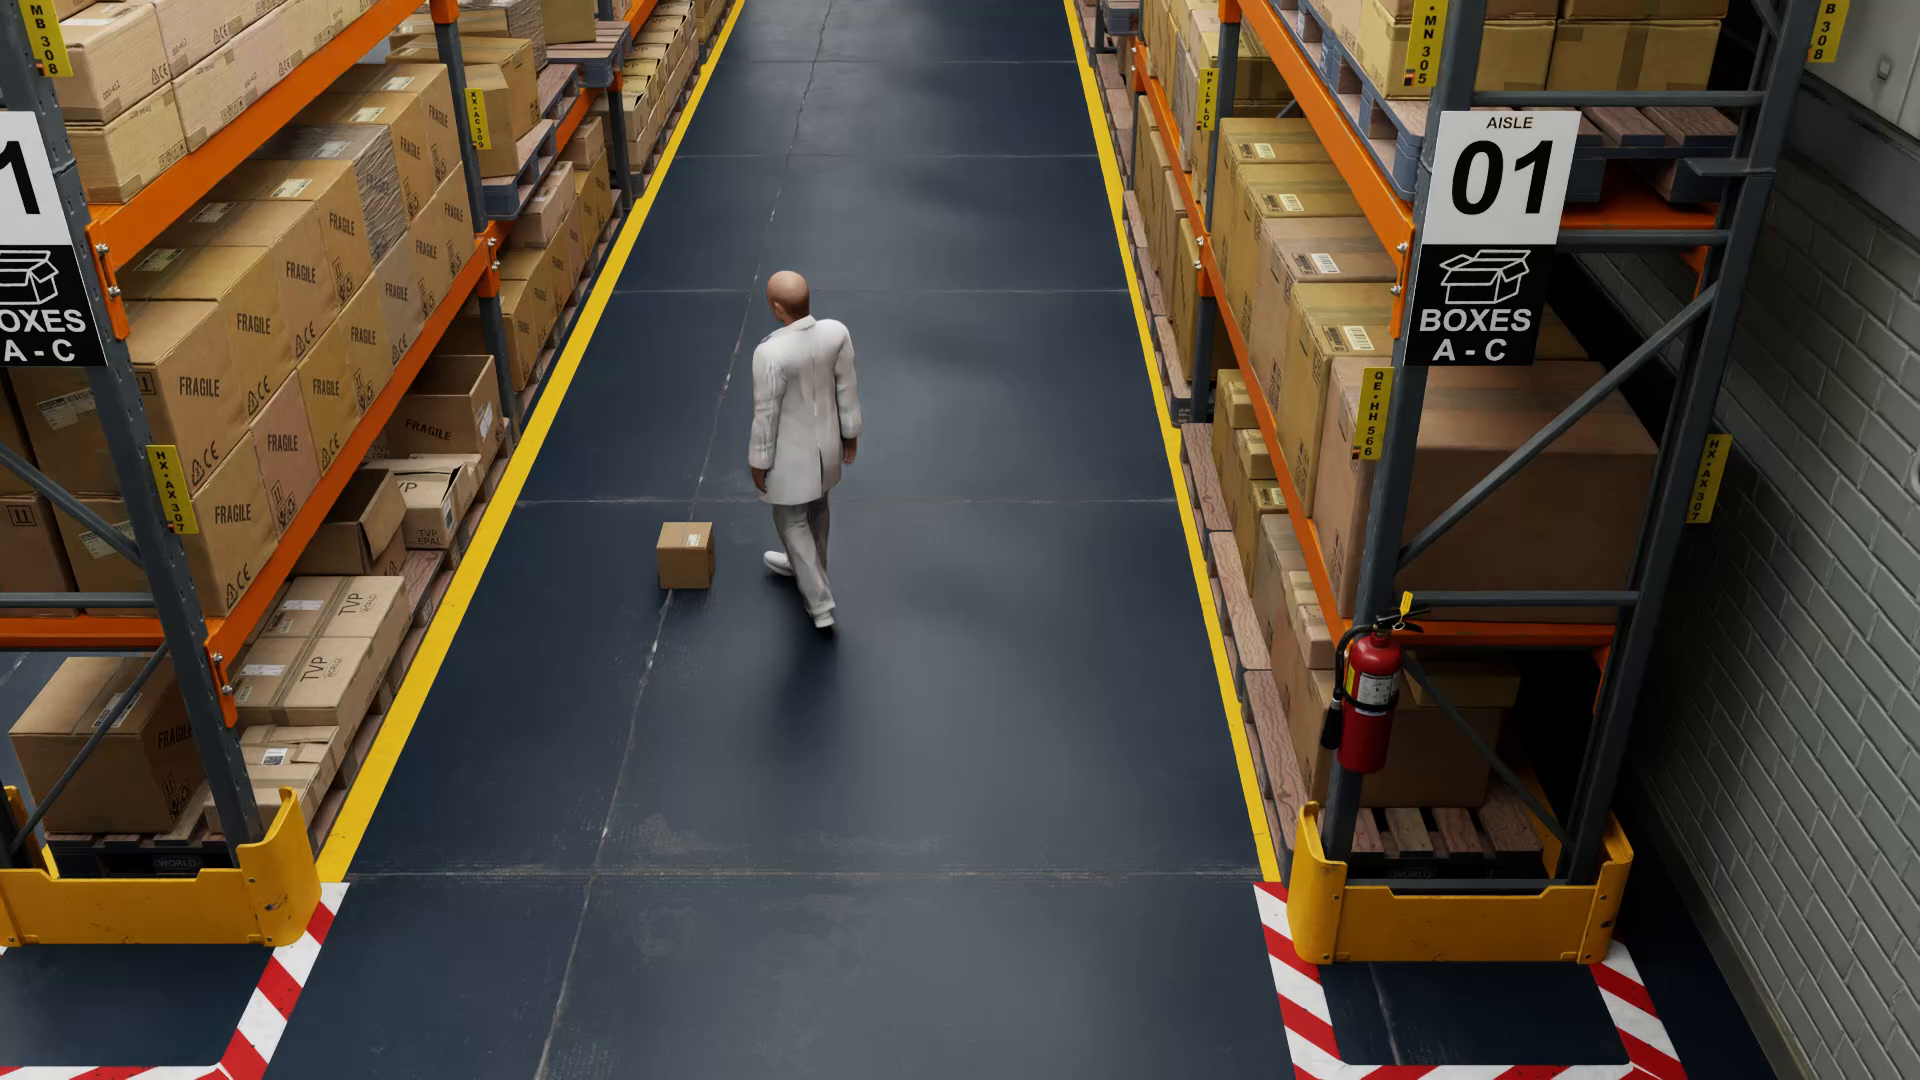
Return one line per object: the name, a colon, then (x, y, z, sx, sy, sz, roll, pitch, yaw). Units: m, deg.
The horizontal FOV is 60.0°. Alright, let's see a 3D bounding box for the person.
person: (-0.786, -0.459, 7.917, 0.621, 1.786, 0.731, -25, 39, -35)
